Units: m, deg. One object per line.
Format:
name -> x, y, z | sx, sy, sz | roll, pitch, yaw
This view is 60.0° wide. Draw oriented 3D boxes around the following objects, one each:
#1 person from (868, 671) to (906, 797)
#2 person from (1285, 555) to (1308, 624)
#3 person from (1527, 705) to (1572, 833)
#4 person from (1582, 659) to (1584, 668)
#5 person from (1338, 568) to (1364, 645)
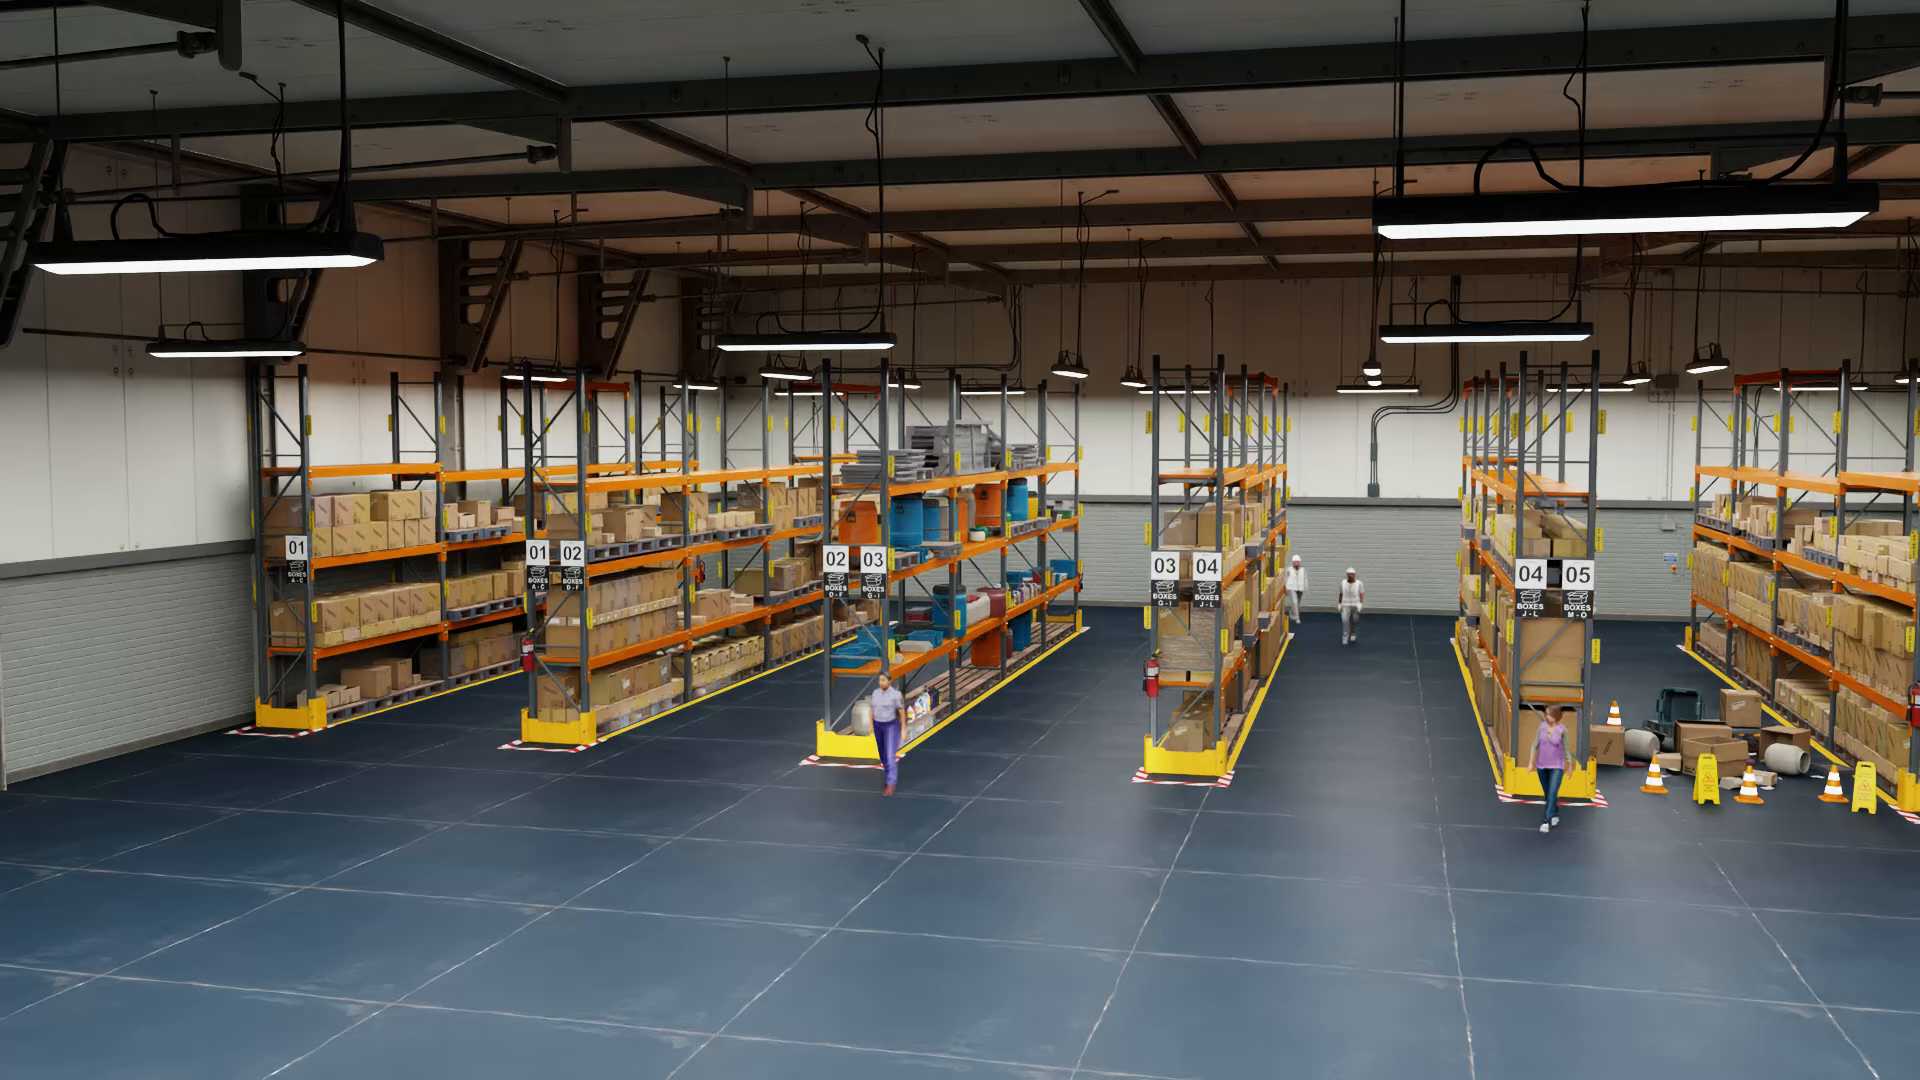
person -> -1.008, 2.620, 22.805 | 0.600, 1.630, 0.769 | 3, 5, 36
person -> 8.486, 1.236, 41.954 | 0.527, 1.717, 1.107 | -1, 4, -12
person -> 7.219, 2.802, 20.455 | 0.448, 1.548, 0.952 | 4, 5, 43
person -> 12.771, 1.832, 34.180 | 0.518, 1.657, 0.584 | 0, 4, -2
person -> 8.928, 1.493, 37.913 | 0.561, 1.715, 1.054 | 1, 4, 9
